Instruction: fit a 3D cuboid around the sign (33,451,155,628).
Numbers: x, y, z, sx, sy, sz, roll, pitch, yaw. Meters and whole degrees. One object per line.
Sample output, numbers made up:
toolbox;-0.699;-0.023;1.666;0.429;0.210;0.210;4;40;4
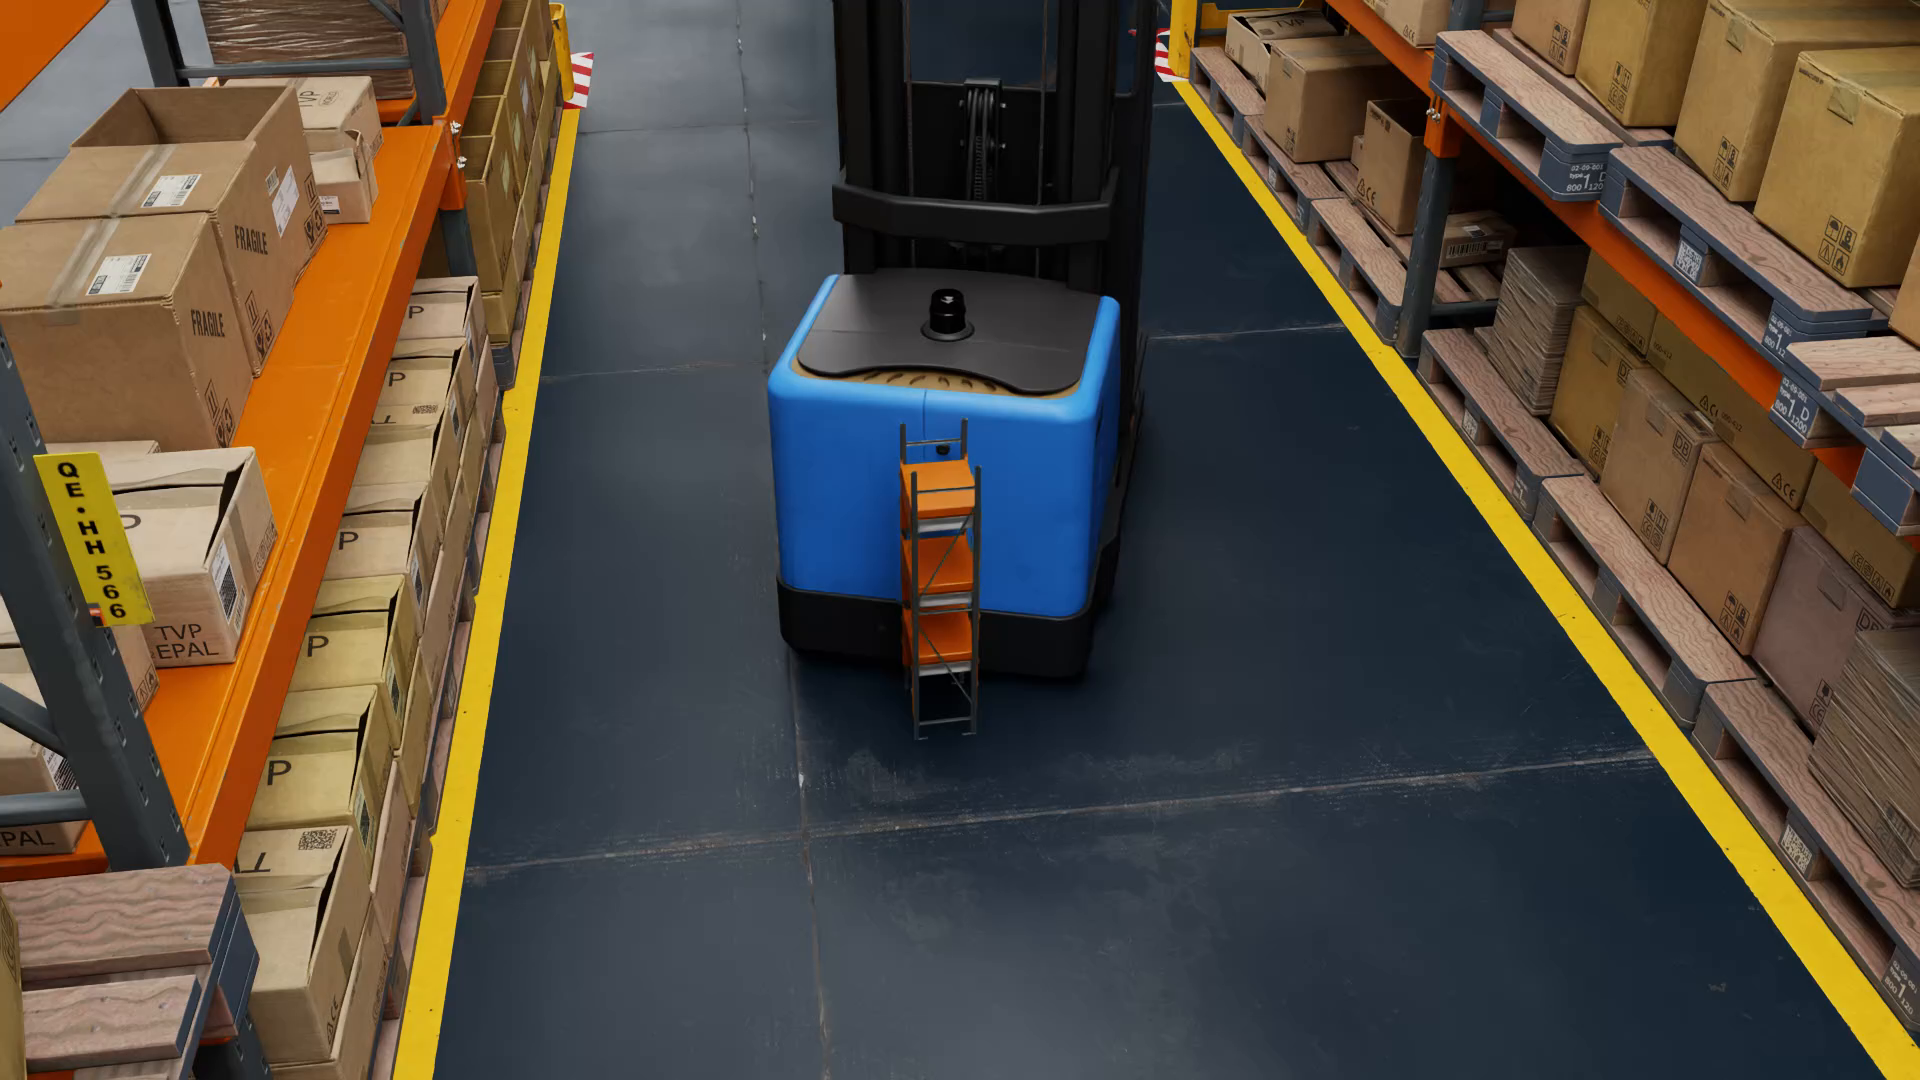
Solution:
sign;-1.366;0.004;2.623;0.100;0.325;0.005;-4;35;-6

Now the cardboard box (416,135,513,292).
cardboard box;-2.192;-1.366;6.994;0.500;0.500;0.500;-4;35;-6

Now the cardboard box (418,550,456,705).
cardboard box;-1.895;0.288;5.233;0.500;0.250;0.500;-4;34;-5

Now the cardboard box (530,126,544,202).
cardboard box;-2.400;-1.893;8.432;0.500;0.250;0.500;-4;35;-6

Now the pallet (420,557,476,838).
pallet;-2.135;0.506;5.319;1.003;0.211;1.213;-4;35;-6

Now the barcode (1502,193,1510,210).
barcode;2.651;-1.644;8.076;0.001;0.075;0.075;-4;35;-6

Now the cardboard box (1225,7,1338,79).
cardboard box;1.934;-3.023;10.020;0.500;0.311;0.500;-8;35;-12

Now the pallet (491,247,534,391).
pallet;-2.506;-1.031;7.575;1.003;0.211;1.213;-4;35;-6

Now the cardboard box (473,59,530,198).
cardboard box;-2.327;-1.924;7.812;0.500;0.500;0.500;-4;35;-6

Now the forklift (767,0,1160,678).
forklift;0.161;-1.581;5.967;1.130;2.935;3.031;6;35;9

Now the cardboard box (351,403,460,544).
cardboard box;-1.961;-0.233;5.498;0.500;0.311;0.500;-4;35;-7

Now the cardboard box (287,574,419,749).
cardboard box;-1.827;0.335;4.666;0.500;0.311;0.500;-5;35;-8

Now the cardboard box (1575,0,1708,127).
cardboard box;2.571;-1.738;5.657;0.700;0.500;0.500;-1;34;-1

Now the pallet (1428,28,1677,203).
pallet;2.427;-1.597;6.100;1.003;0.211;1.213;-4;35;-6

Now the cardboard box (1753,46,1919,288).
cardboard box;2.743;-1.060;4.662;0.700;0.500;0.500;-4;35;-6

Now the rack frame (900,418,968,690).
rack frame;-0.082;0.068;5.192;0.200;1.050;0.008;-5;38;-7

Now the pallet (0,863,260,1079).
pallet;-1.741;0.948;2.366;1.213;0.211;1.003;-4;35;-6

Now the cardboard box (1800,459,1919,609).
cardboard box;2.843;-0.061;4.839;0.500;0.250;0.500;-4;34;-5

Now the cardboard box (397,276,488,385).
cardboard box;-2.102;-0.801;6.333;0.500;0.311;0.500;-4;35;-6

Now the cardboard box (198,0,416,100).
cardboard box;-2.506;-2.025;6.469;0.700;0.500;0.500;-5;35;-8

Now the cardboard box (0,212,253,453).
cardboard box;-2.144;-0.481;4.203;0.500;0.500;0.500;-6;35;-9

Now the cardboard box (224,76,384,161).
cardboard box;-2.331;-1.403;5.778;0.500;0.250;0.500;-2;34;-3

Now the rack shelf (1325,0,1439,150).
rack shelf;2.199;-2.932;8.528;1.077;0.370;4.000;-4;35;-6

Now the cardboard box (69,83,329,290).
cardboard box;-2.282;-1.054;5.044;0.500;0.500;0.500;-2;34;-3

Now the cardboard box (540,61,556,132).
cardboard box;-2.534;-2.451;9.251;0.500;0.250;0.500;-4;35;-6

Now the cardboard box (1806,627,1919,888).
cardboard box;2.858;0.572;4.576;0.700;0.500;0.500;-4;34;-6

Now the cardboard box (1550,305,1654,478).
cardboard box;2.703;-0.568;6.249;0.700;0.500;0.500;-5;35;-7

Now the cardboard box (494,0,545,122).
cardboard box;-2.462;-2.482;8.631;0.500;0.500;0.500;-4;35;-6

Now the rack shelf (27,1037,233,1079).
rack shelf;-1.633;1.909;1.424;1.077;0.370;4.000;-4;35;-6

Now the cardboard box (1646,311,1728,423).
cardboard box;2.720;-0.627;5.670;0.500;0.250;0.500;-5;35;-8

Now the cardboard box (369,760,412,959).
cardboard box;-1.750;0.864;4.388;0.500;0.250;0.500;-5;35;-8

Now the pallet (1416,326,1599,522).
pallet;2.574;-0.527;6.836;1.003;0.211;1.213;-4;35;-6

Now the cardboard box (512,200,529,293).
cardboard box;-2.264;-1.335;7.614;0.500;0.250;0.500;-4;35;-6

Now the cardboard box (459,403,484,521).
cardboard box;-2.031;-0.282;6.069;0.500;0.250;0.500;-5;35;-7

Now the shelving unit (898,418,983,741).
shelving unit;-0.063;0.142;5.097;0.215;1.050;0.252;-5;38;-7

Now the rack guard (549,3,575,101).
rack guard;-2.981;-2.949;10.133;1.175;0.500;0.348;-4;35;-6

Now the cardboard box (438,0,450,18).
cardboard box;-2.647;-2.599;7.311;0.700;0.500;0.500;-4;34;-6

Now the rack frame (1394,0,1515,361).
rack frame;2.468;-2.114;6.688;1.000;3.000;0.127;-4;35;-6

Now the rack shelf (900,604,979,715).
rack shelf;-0.066;0.370;5.273;0.215;0.259;0.240;-5;38;-7

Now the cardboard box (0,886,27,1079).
cardboard box;-1.706;0.624;2.209;0.700;0.500;0.500;-16;37;-22

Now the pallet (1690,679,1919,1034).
pallet;2.902;0.835;4.838;1.003;0.211;1.213;-4;35;-6

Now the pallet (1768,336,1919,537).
pallet;2.805;-0.192;4.038;1.213;0.211;1.003;-4;35;-6

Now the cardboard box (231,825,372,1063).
cardboard box;-1.682;0.912;3.818;0.500;0.311;0.500;-3;34;-5

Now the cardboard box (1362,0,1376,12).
cardboard box;2.045;-2.580;7.487;0.500;0.250;0.500;-4;35;-6

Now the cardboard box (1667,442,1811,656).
cardboard box;2.809;0.000;5.415;0.700;0.500;0.500;-5;35;-7

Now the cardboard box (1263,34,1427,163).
cardboard box;2.060;-2.370;8.894;0.700;0.500;0.500;-6;35;-9

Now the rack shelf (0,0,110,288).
rack shelf;-2.171;-1.562;3.854;1.077;0.370;4.000;-4;35;-6

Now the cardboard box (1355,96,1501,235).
cardboard box;2.289;-1.839;8.113;0.500;0.500;0.500;-7;35;-10

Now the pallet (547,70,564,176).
pallet;-2.834;-2.393;9.573;1.003;0.211;1.213;-4;35;-6

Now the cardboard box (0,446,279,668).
cardboard box;-1.831;0.019;3.638;0.500;0.311;0.500;-5;35;-7
